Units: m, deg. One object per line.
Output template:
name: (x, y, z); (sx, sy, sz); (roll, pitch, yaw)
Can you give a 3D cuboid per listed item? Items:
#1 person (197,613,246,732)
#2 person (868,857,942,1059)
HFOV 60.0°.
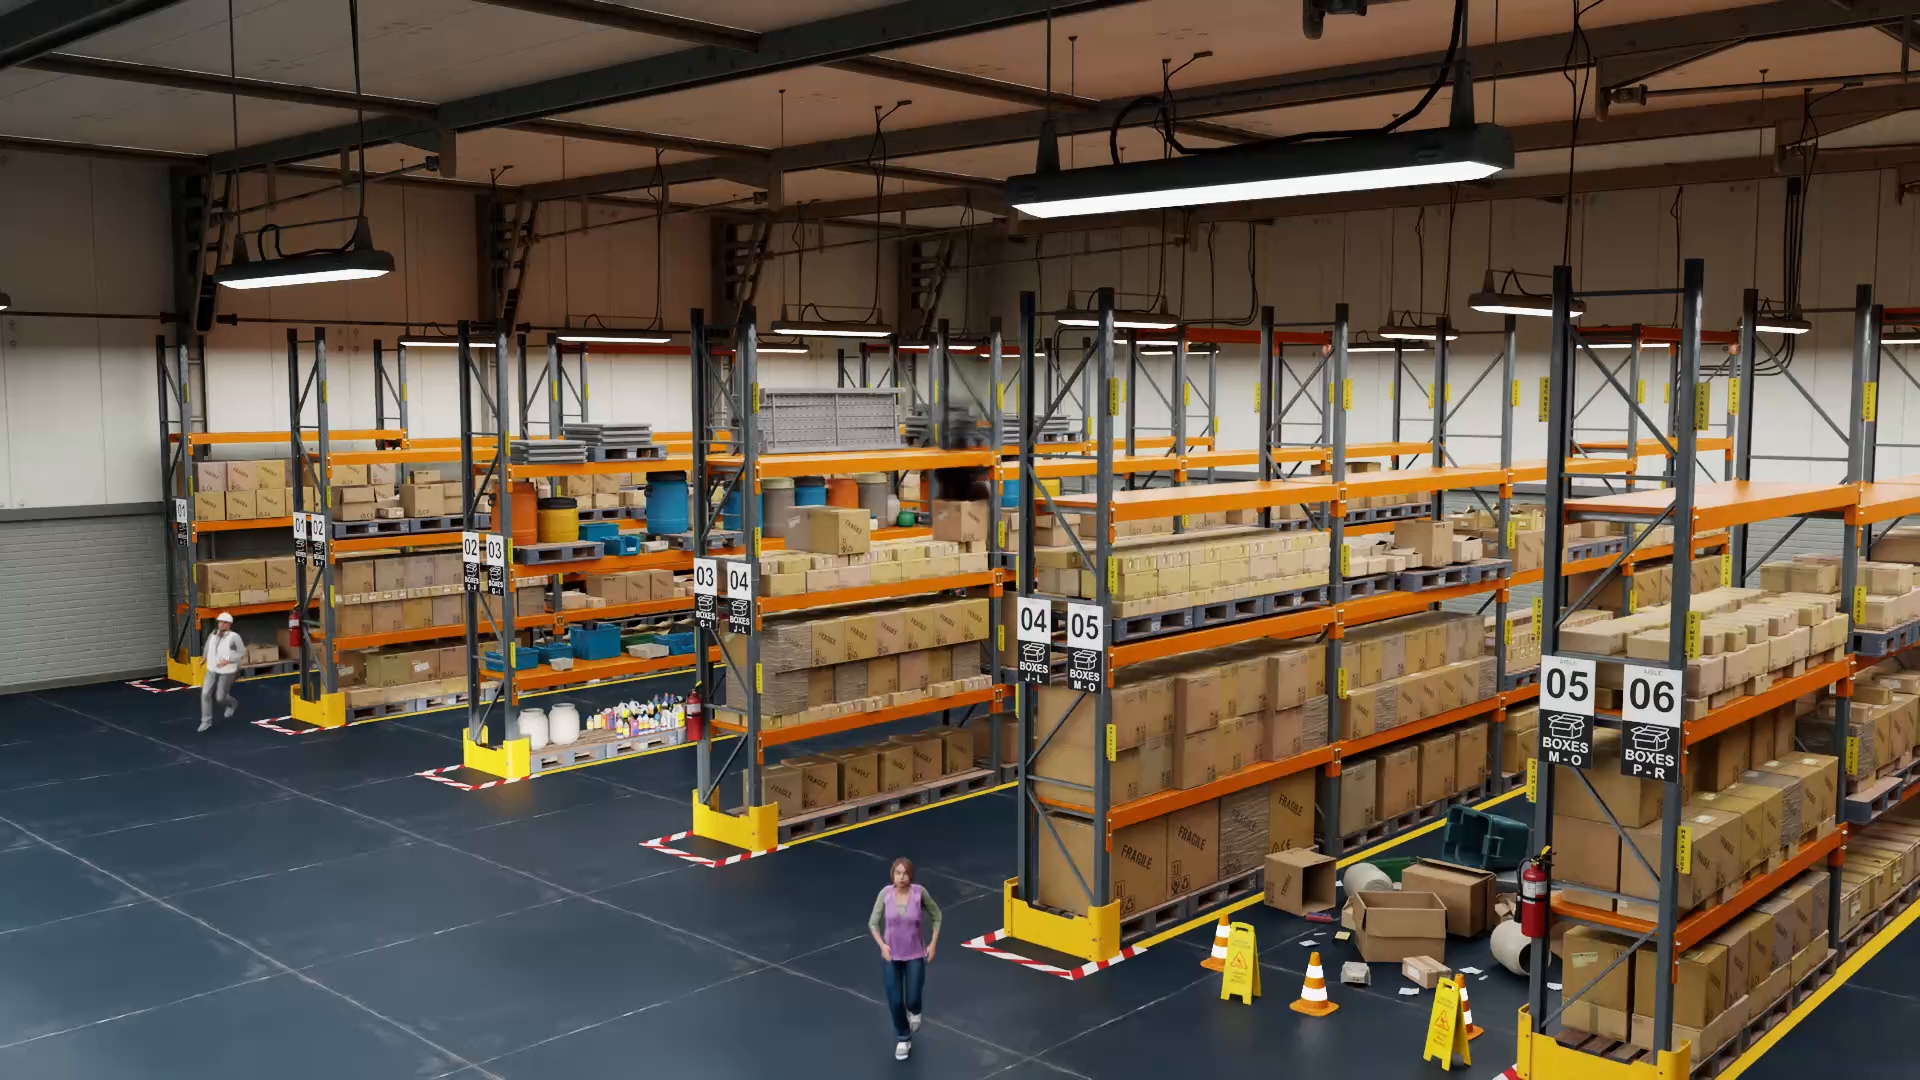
person: (-11.086, 1.961, 25.053); (0.705, 1.762, 0.833); (1, 5, 7)
person: (-0.423, 3.198, 12.788); (0.567, 1.560, 0.574); (0, 5, 1)
